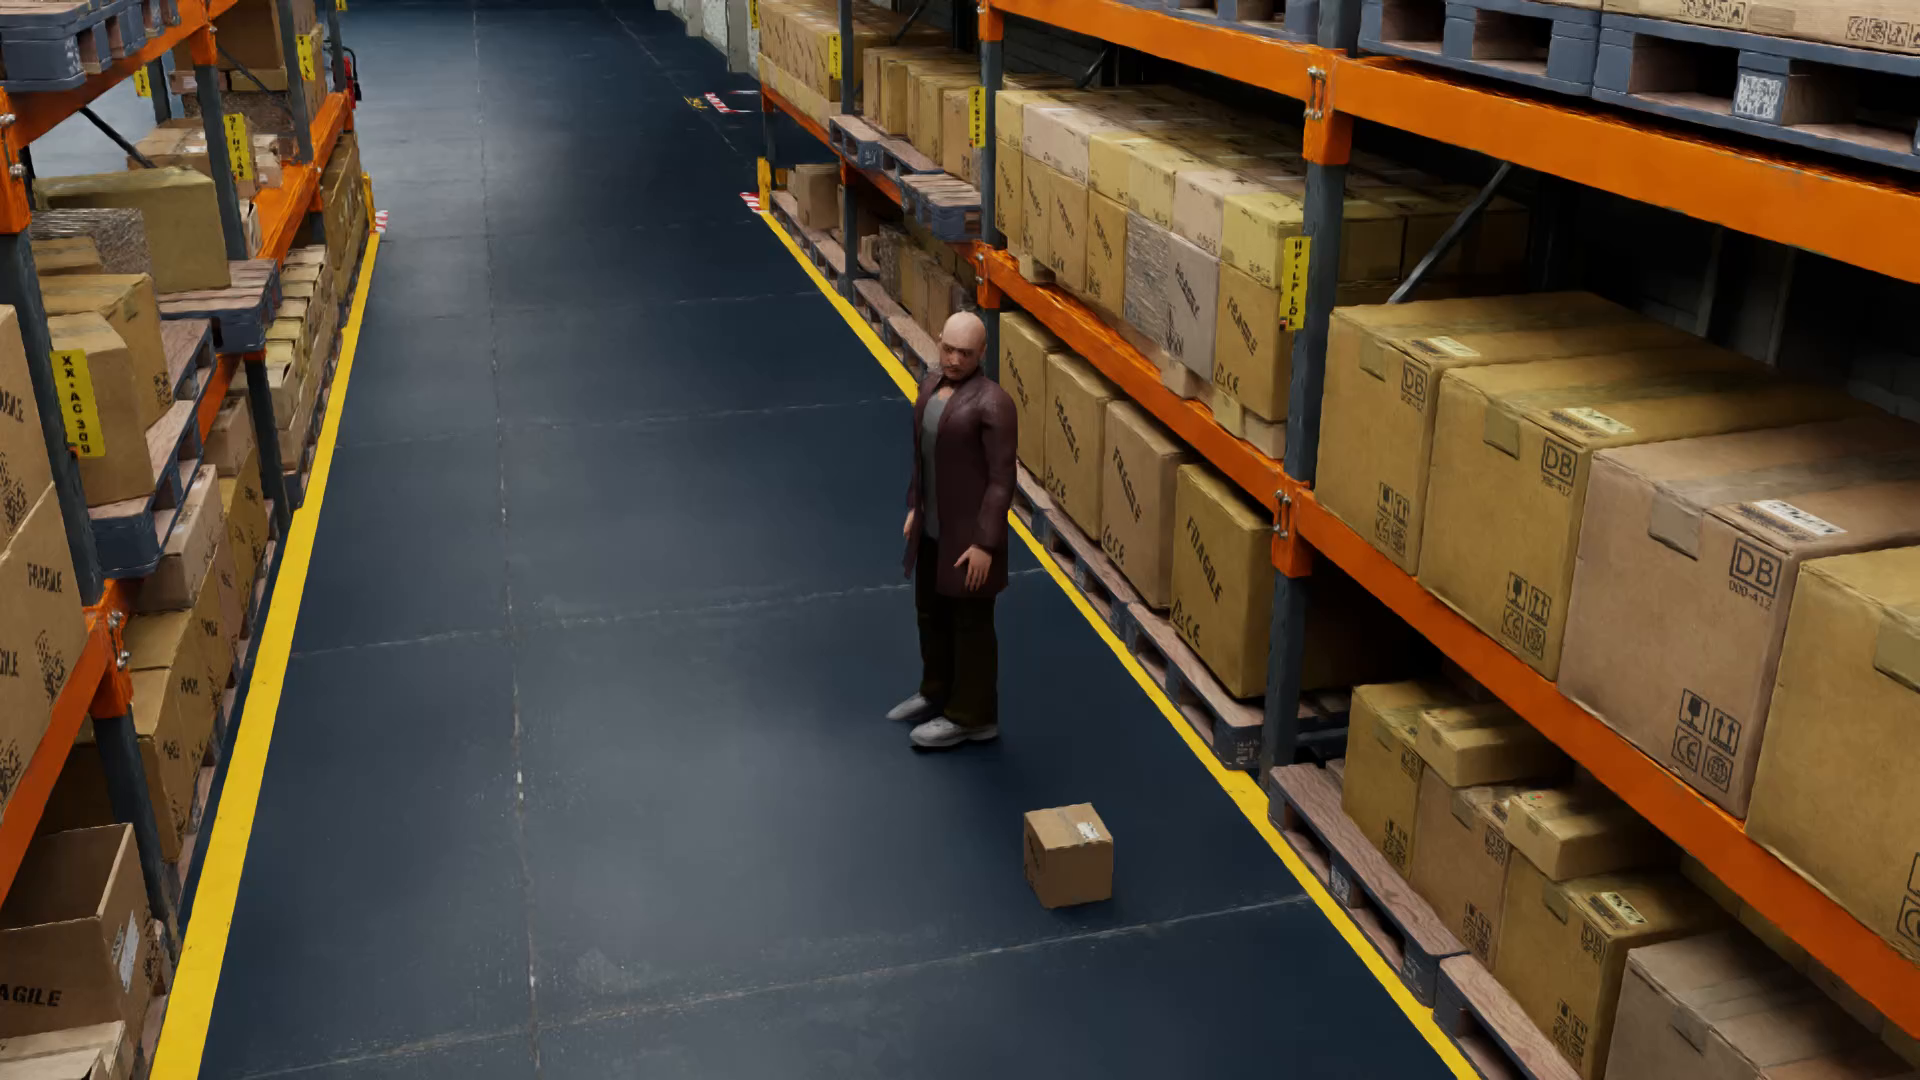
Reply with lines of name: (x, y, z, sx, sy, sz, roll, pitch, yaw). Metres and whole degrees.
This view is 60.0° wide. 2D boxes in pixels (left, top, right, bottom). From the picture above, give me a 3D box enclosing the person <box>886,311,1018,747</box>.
person: (-0.045, -0.010, 6.642, 0.432, 1.832, 0.634, -16, 27, -33)
